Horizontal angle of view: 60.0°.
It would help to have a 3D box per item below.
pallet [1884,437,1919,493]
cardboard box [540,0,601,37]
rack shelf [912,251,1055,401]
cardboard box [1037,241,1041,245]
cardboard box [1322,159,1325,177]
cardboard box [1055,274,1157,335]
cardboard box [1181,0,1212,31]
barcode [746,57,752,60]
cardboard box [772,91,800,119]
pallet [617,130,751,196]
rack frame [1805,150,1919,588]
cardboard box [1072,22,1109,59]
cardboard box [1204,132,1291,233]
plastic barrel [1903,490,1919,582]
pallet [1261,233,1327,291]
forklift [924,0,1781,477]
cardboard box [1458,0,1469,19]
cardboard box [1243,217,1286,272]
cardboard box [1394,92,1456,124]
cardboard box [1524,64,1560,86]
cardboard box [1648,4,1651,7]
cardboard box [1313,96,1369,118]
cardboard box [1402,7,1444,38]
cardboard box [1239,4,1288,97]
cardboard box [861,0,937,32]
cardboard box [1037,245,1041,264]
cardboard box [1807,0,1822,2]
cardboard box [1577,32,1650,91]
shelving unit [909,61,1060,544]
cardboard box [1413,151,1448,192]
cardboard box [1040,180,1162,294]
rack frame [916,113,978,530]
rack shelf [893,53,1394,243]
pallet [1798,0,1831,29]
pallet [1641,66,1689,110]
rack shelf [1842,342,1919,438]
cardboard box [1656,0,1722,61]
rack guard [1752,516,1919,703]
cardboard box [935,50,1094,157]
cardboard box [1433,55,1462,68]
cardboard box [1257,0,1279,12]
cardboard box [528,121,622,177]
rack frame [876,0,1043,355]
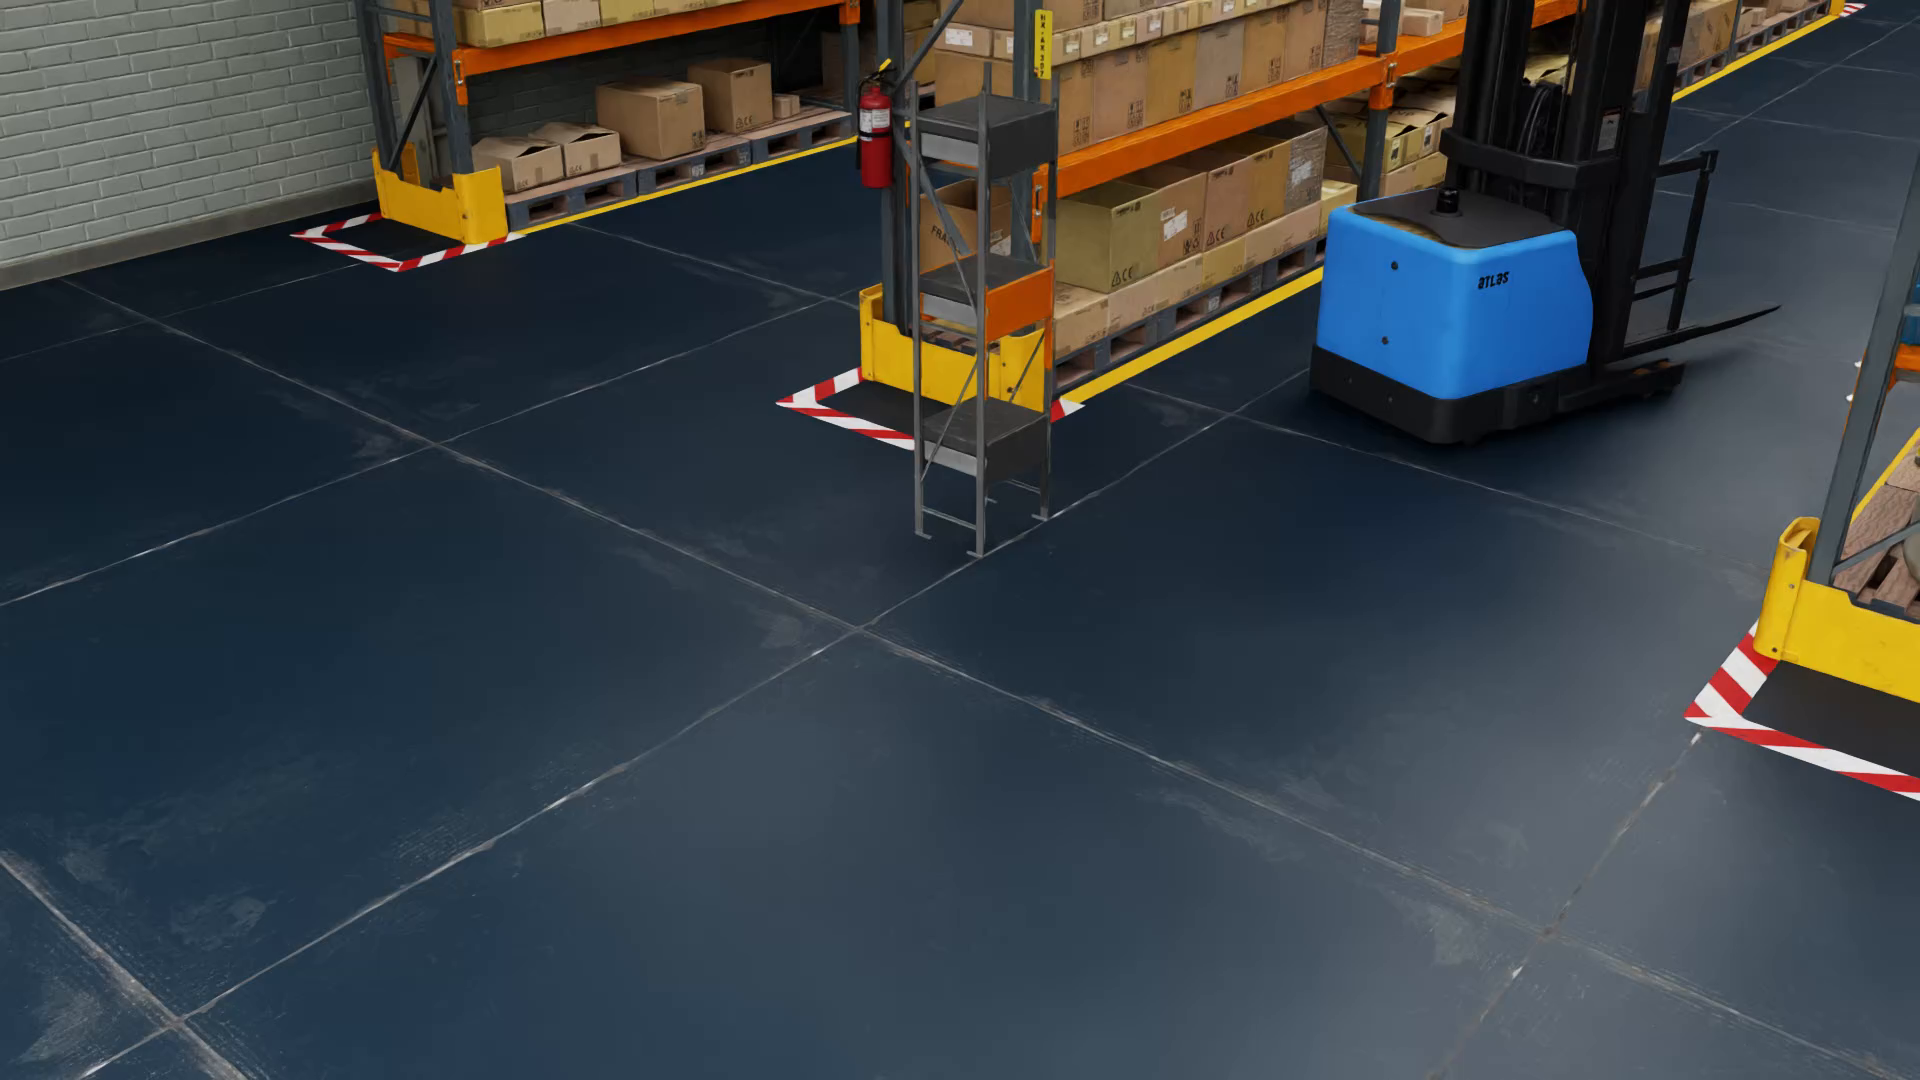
[{"bbox_3d":[5.112,-0.244,7.992,1.003,0.211,1.213,21,34,34],"label":"pallet"},{"bbox_3d":[-2.967,-3.831,12.033,0.500,0.250,0.500,20,33,33],"label":"cardboard box"},{"bbox_3d":[0.105,-0.979,7.387,0.431,0.518,0.480,21,34,34],"label":"rack shelf"},{"bbox_3d":[0.720,-2.108,10.280,0.500,0.500,0.500,21,34,34],"label":"cardboard box"},{"bbox_3d":[2.568,-2.789,12.412,0.500,0.250,0.500,20,34,34],"label":"cardboard box"},{"bbox_3d":[0.811,-1.443,9.810,0.500,0.250,0.500,21,34,34],"label":"cardboard box"},{"bbox_3d":[1.217,-3.040,9.547,0.380,0.149,0.250,20,34,34],"label":"cardboard box"},{"bbox_3d":[-1.826,-4.145,14.390,0.001,0.075,0.075,21,34,34],"label":"barcode"},{"bbox_3d":[-1.614,-3.777,14.392,0.380,0.166,0.250,16,31,28],"label":"cardboard box"},{"bbox_3d":[-2.473,-3.117,13.546,1.003,0.211,1.213,21,34,34],"label":"pallet"},{"bbox_3d":[3.803,-0.725,5.887,1.000,3.000,0.127,21,34,34],"label":"rack frame"},{"bbox_3d":[0.565,-2.677,8.845,0.380,0.149,0.250,20,33,33],"label":"cardboard box"},{"bbox_3d":[1.759,-2.310,10.670,0.500,0.500,0.500,21,34,34],"label":"cardboard box"},{"bbox_3d":[4.163,-0.062,6.856,0.421,0.512,0.421,0,27,0],"label":"plastic barrel"},{"bbox_3d":[1.989,-2.084,11.548,1.003,0.211,1.213,21,34,34],"label":"pallet"},{"bbox_3d":[2.336,-1.961,8.351,5.695,2.935,1.130,-16,31,-28],"label":"forklift"},{"bbox_3d":[3.682,-4.268,12.628,0.500,0.500,0.500,21,34,34],"label":"cardboard box"},{"bbox_3d":[1.769,-1.973,10.835,0.500,0.250,0.500,21,34,34],"label":"cardboard box"},{"bbox_3d":[3.633,-3.240,12.674,0.500,0.311,0.500,19,33,33],"label":"cardboard box"},{"bbox_3d":[4.603,-3.781,13.719,0.500,0.311,0.500,20,34,34],"label":"cardboard box"},{"bbox_3d":[6.466,-5.046,16.481,0.500,0.500,0.500,21,34,35],"label":"cardboard box"},{"bbox_3d":[2.890,-3.220,12.635,0.500,0.311,0.500,22,34,36],"label":"cardboard box"},{"bbox_3d":[3.249,-3.735,11.979,0.380,0.149,0.250,21,34,34],"label":"cardboard box"},{"bbox_3d":[1.598,-3.112,10.392,0.700,0.500,0.500,21,34,35],"label":"cardboard box"},{"bbox_3d":[-0.564,-4.880,15.344,0.500,0.250,0.500,20,33,33],"label":"cardboard box"},{"bbox_3d":[0.405,-1.596,10.107,0.500,0.250,0.500,21,34,34],"label":"cardboard box"},{"bbox_3d":[10.005,-6.667,19.615,0.500,0.500,0.500,21,34,34],"label":"cardboard box"},{"bbox_3d":[5.911,-4.361,15.156,0.500,0.500,0.500,19,33,33],"label":"cardboard box"},{"bbox_3d":[0.107,-0.992,7.383,0.431,2.100,0.499,21,34,34],"label":"shelving unit"},{"bbox_3d":[3.301,-2.809,12.451,0.500,0.250,0.500,22,34,36],"label":"cardboard box"},{"bbox_3d":[0.813,-1.775,9.636,0.500,0.500,0.500,21,34,34],"label":"cardboard box"},{"bbox_3d":[-0.049,-0.904,7.213,0.380,1.831,0.006,21,34,34],"label":"rack frame"},{"bbox_3d":[1.255,-2.564,10.224,1.077,0.370,4.000,21,34,34],"label":"rack shelf"},{"bbox_3d":[9.606,-6.298,19.695,1.003,0.211,1.213,21,34,34],"label":"pallet"},{"bbox_3d":[6.352,-4.456,16.134,1.003,0.211,1.213,21,34,34],"label":"pallet"},{"bbox_3d":[5.075,-1.115,7.423,1.077,0.370,4.000,21,34,34],"label":"rack shelf"},{"bbox_3d":[7.202,-5.082,16.551,0.500,0.500,0.500,21,34,35],"label":"cardboard box"},{"bbox_3d":[3.815,0.345,6.540,1.175,0.500,0.348,21,34,34],"label":"rack guard"},{"bbox_3d":[0.290,-2.380,8.977,0.700,0.500,0.500,21,34,34],"label":"cardboard box"},{"bbox_3d":[4.184,-3.936,14.019,0.500,0.311,0.500,20,33,33],"label":"cardboard box"},{"bbox_3d":[1.711,-3.316,10.080,0.380,0.149,0.250,22,34,36],"label":"cardboard box"},{"bbox_3d":[-2.969,-3.043,12.815,0.500,0.311,0.500,24,36,38],"label":"cardboard box"},{"bbox_3d":[-0.017,-2.174,8.688,1.000,3.000,0.127,21,34,34],"label":"rack frame"}]
